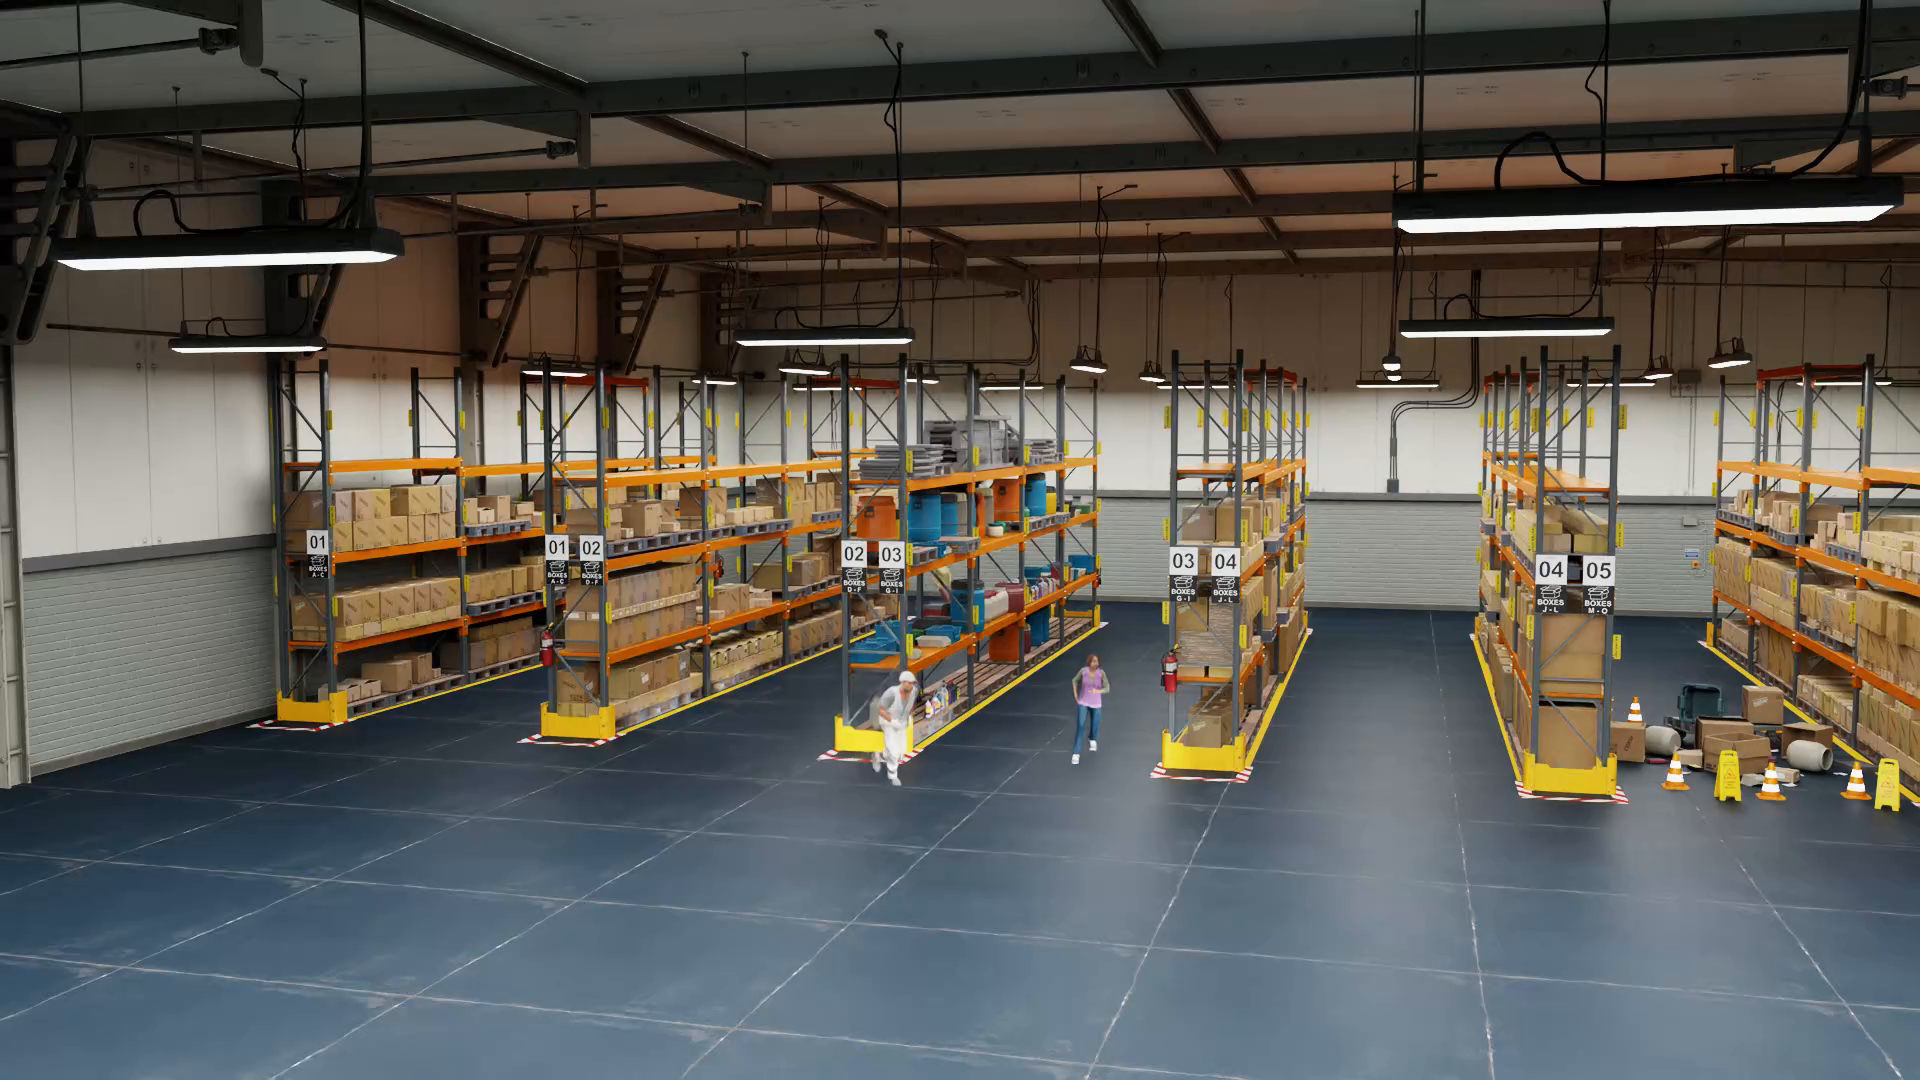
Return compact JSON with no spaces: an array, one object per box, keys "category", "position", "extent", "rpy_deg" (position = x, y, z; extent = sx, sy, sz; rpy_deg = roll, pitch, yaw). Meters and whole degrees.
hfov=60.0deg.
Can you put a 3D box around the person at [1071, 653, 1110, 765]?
[{"category":"person","position":[1.926,2.461,24.588],"extent":[0.576,1.588,0.855],"rpy_deg":[0,4,2]}]

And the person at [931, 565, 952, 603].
[{"category":"person","position":[-0.451,1.173,41.987],"extent":[0.642,1.612,0.672],"rpy_deg":[-3,5,-36]}]

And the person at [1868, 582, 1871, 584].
[{"category":"person","position":[18.569,1.682,34.212],"extent":[0.597,1.726,0.862],"rpy_deg":[0,4,-6]}]

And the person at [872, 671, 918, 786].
[{"category":"person","position":[-0.889,2.569,22.864],"extent":[0.663,1.626,0.944],"rpy_deg":[-3,5,-38]}]
